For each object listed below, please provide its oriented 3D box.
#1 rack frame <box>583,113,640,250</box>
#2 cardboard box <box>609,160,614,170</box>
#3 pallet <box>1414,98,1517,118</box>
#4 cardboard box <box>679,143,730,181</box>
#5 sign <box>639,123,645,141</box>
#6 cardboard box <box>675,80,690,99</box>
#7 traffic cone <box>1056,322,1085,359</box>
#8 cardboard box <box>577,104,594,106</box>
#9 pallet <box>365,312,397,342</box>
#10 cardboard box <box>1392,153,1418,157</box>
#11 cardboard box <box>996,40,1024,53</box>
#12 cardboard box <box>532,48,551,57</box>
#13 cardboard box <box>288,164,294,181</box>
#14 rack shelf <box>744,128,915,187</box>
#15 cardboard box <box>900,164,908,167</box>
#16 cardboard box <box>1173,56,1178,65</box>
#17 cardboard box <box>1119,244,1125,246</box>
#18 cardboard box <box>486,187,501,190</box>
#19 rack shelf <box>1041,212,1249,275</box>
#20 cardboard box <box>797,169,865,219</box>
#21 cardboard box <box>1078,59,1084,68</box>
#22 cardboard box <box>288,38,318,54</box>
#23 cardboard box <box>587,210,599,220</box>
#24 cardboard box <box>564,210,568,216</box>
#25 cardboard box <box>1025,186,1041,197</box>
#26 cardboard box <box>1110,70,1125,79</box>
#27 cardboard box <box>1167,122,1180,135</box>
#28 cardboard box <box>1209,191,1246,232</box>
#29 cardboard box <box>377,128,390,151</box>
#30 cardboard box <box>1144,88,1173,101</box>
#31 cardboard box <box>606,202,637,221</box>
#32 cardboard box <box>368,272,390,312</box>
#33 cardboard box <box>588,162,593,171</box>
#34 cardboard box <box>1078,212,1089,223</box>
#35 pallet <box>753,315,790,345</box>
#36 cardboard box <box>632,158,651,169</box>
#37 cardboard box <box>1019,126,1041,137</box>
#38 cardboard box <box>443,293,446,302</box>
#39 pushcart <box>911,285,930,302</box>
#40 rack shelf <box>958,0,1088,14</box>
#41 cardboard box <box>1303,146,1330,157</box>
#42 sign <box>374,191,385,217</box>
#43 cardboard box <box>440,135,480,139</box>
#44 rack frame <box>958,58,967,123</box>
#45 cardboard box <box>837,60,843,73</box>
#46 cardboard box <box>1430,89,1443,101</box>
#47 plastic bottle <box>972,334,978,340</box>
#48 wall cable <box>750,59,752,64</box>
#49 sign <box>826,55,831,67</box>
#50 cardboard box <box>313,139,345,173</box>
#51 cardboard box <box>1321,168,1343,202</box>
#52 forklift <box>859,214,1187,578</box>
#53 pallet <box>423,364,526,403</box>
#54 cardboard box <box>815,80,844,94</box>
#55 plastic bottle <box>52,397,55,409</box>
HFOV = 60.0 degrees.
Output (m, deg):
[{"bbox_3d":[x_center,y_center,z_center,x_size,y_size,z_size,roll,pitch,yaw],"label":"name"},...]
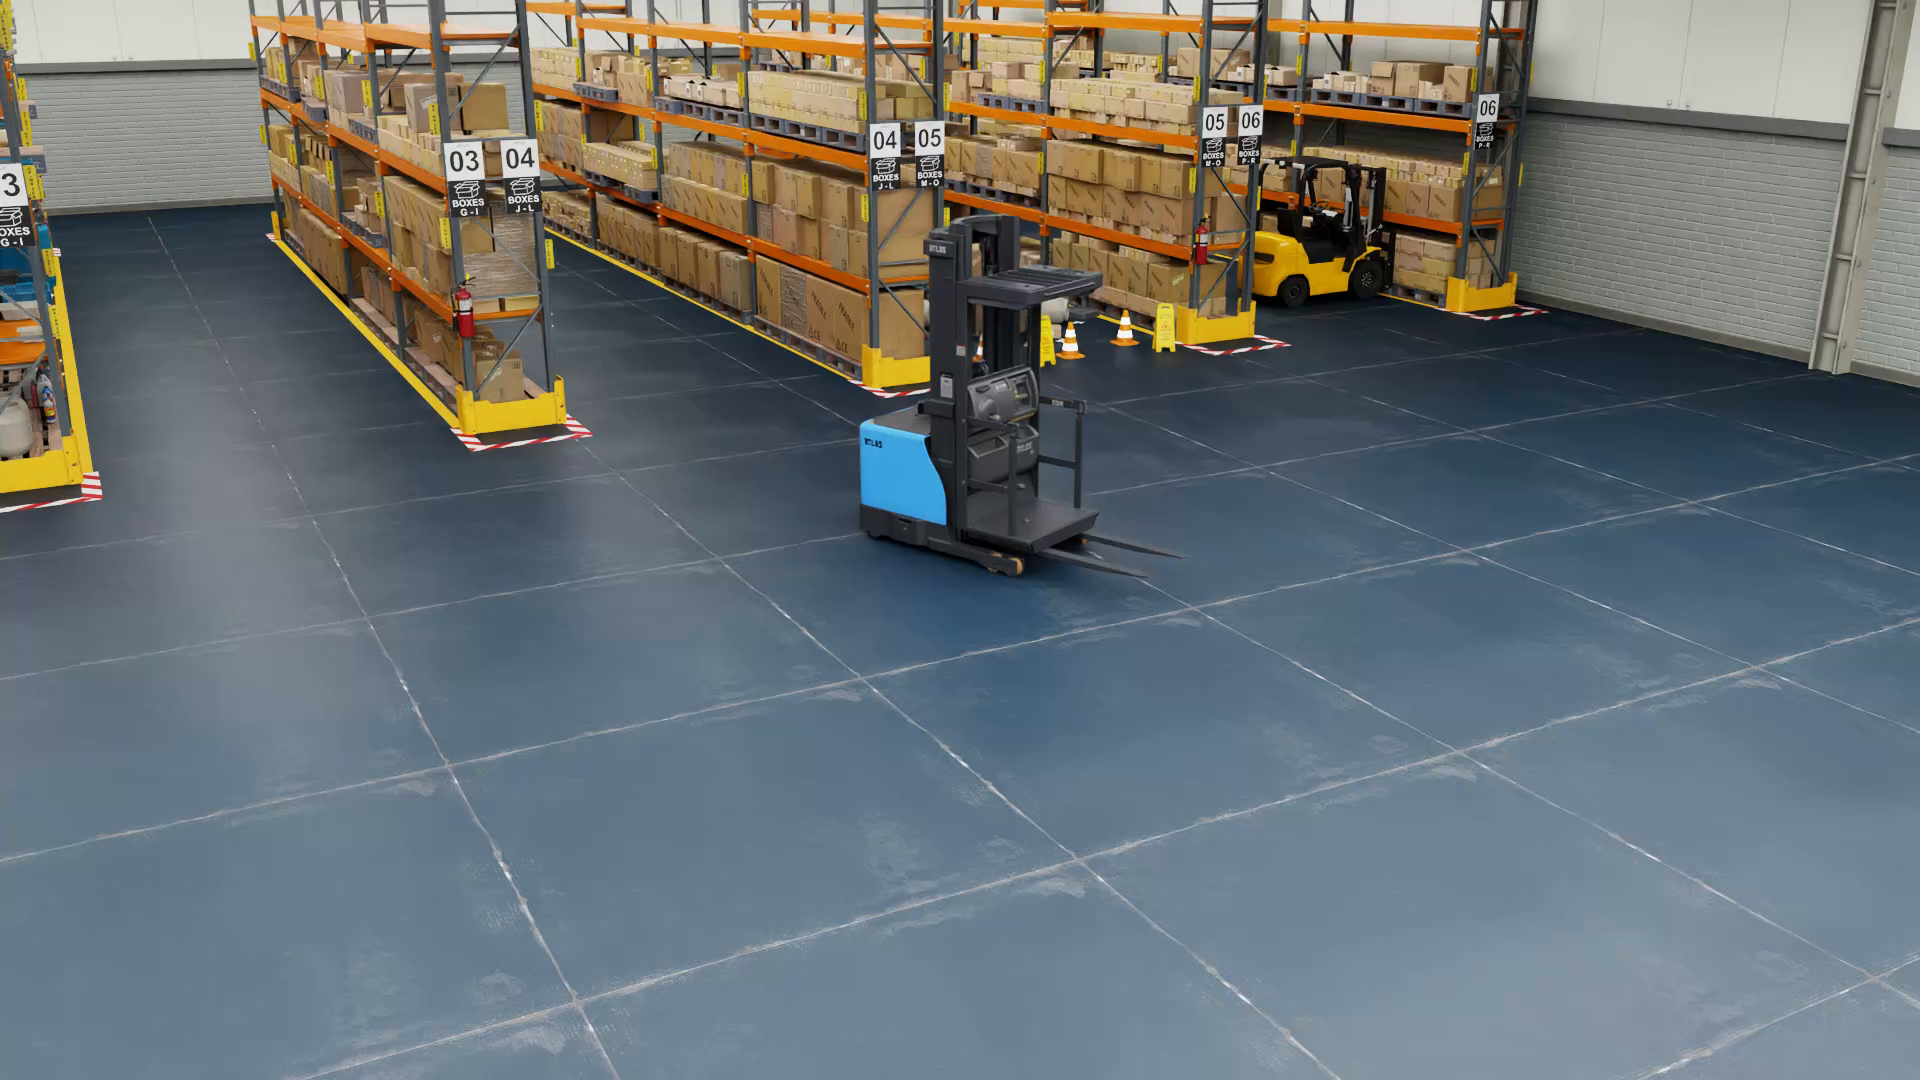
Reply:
[{"bbox_3d":[-6.364,-6.893,30.626,1.000,3.000,0.127,-10,21,-27],"label":"rack frame"},{"bbox_3d":[-5.837,-6.480,28.716,0.380,0.149,0.250,-10,22,-28],"label":"cardboard box"},{"bbox_3d":[7.696,-6.597,25.305,1.003,0.211,1.213,-10,21,-27],"label":"pallet"},{"bbox_3d":[-4.019,-5.989,26.321,0.700,0.500,0.500,-10,22,-27],"label":"cardboard box"},{"bbox_3d":[-5.877,-7.527,30.690,0.100,0.325,0.005,-10,21,-27],"label":"sign"},{"bbox_3d":[-4.077,-6.951,25.631,0.500,0.250,0.500,-9,21,-25],"label":"cardboard box"},{"bbox_3d":[1.488,-2.698,22.361,0.336,0.463,0.334,-10,21,-27],"label":"traffic cone"},{"bbox_3d":[-7.078,-8.164,32.168,0.500,0.500,0.500,-11,22,-29],"label":"cardboard box"},{"bbox_3d":[-7.933,-3.113,23.947,1.003,0.211,1.213,-10,21,-27],"label":"pallet"},{"bbox_3d":[7.200,-6.161,26.903,0.380,0.149,0.250,-9,21,-25],"label":"cardboard box"},{"bbox_3d":[1.128,-10.728,36.152,0.500,0.250,0.500,-9,21,-25],"label":"cardboard box"},{"bbox_3d":[-8.140,-9.519,32.492,0.380,0.149,0.250,-10,21,-27],"label":"cardboard box"},{"bbox_3d":[-11.466,-6.457,29.139,0.500,0.250,0.500,-9,21,-25],"label":"cardboard box"},{"bbox_3d":[-1.616,-5.100,21.935,1.077,0.370,4.000,-10,21,-27],"label":"rack shelf"},{"bbox_3d":[-0.857,-6.952,30.261,0.500,0.250,0.500,-11,22,-28],"label":"cardboard box"},{"bbox_3d":[4.279,-9.135,31.688,0.380,0.149,0.250,-11,22,-29],"label":"cardboard box"},{"bbox_3d":[2.747,-4.225,25.317,0.500,0.500,0.500,-9,21,-24],"label":"cardboard box"},{"bbox_3d":[-5.813,-4.000,20.100,0.500,0.500,0.500,-10,21,-27],"label":"cardboard box"},{"bbox_3d":[2.693,-4.478,24.730,1.077,0.370,4.000,-10,21,-27],"label":"rack shelf"},{"bbox_3d":[-1.663,-4.599,22.094,0.875,0.550,0.500,-10,21,-27],"label":"cardboard box"},{"bbox_3d":[2.590,-9.563,33.355,0.380,0.149,0.250,-10,22,-27],"label":"cardboard box"},{"bbox_3d":[-11.218,-8.490,28.557,0.500,0.250,0.500,-12,22,-30],"label":"cardboard box"},{"bbox_3d":[-6.762,-6.087,31.105,0.380,0.149,0.250,-9,21,-25],"label":"cardboard box"},{"bbox_3d":[-7.565,-6.475,32.687,0.380,0.149,0.250,-9,21,-24],"label":"cardboard box"},{"bbox_3d":[1.256,-5.577,26.554,0.380,0.149,0.250,-10,21,-26],"label":"cardboard box"},{"bbox_3d":[3.276,-9.055,32.523,0.500,0.250,0.500,-10,21,-27],"label":"cardboard box"},{"bbox_3d":[3.080,-5.668,22.864,0.380,0.149,0.250,-10,21,-26],"label":"cardboard box"},{"bbox_3d":[3.662,-4.610,23.403,0.500,0.500,0.500,-10,22,-27],"label":"cardboard box"},{"bbox_3d":[-6.990,-5.035,20.874,0.500,0.250,0.500,-11,22,-29],"label":"cardboard box"},{"bbox_3d":[2.811,-6.274,23.396,0.380,0.149,0.250,-10,21,-27],"label":"cardboard box"},{"bbox_3d":[-5.991,-5.858,29.668,0.500,0.250,0.500,-9,21,-25],"label":"cardboard box"},{"bbox_3d":[-8.267,-3.685,24.488,0.700,0.500,0.500,-12,22,-31],"label":"cardboard box"},{"bbox_3d":[-6.445,-6.709,29.837,0.380,0.149,0.250,-10,21,-26],"label":"cardboard box"},{"bbox_3d":[2.016,-4.921,25.296,0.380,0.149,0.250,-9,21,-25],"label":"cardboard box"},{"bbox_3d":[-2.273,-3.047,23.758,1.003,0.211,1.213,-10,21,-27],"label":"pallet"},{"bbox_3d":[-5.218,-6.247,27.586,0.380,0.149,0.250,-10,22,-27],"label":"cardboard box"},{"bbox_3d":[1.603,-8.778,35.864,0.500,0.250,0.500,-10,21,-26],"label":"cardboard box"},{"bbox_3d":[-5.783,-2.849,19.294,0.380,0.149,0.250,-10,21,-27],"label":"cardboard box"},{"bbox_3d":[-0.240,-3.785,25.640,0.936,0.377,1.648,16,25,39],"label":"pushcart"},{"bbox_3d":[1.361,-11.527,35.967,1.077,0.370,4.000,-10,21,-27],"label":"rack shelf"},{"bbox_3d":[6.000,-6.519,27.939,0.380,0.149,0.250,-10,21,-26],"label":"cardboard box"},{"bbox_3d":[-7.465,-4.317,21.388,0.100,0.325,0.005,-10,21,-27],"label":"sign"},{"bbox_3d":[-5.506,-4.368,18.331,0.380,0.149,0.250,-11,22,-28],"label":"cardboard box"},{"bbox_3d":[0.411,-9.607,38.491,1.000,3.000,0.127,-10,21,-27],"label":"rack frame"},{"bbox_3d":[-2.126,-9.043,31.823,0.396,0.266,0.258,-10,22,-27],"label":"cardboard box"},{"bbox_3d":[7.348,-6.749,25.200,0.380,0.149,0.250,-11,22,-28],"label":"cardboard box"},{"bbox_3d":[0.101,-2.874,23.484,0.283,0.061,0.133,16,25,39],"label":"plastic bottle"},{"bbox_3d":[-5.411,-11.155,41.421,0.588,1.984,0.122,-10,21,-27],"label":"wall cable"},{"bbox_3d":[-2.544,-9.302,32.095,0.100,0.325,0.005,-10,21,-27],"label":"sign"},{"bbox_3d":[-10.151,-6.294,27.200,0.797,0.503,0.637,-10,21,-26],"label":"cardboard box"},{"bbox_3d":[6.353,-5.894,27.580,0.500,0.500,0.500,-10,21,-26],"label":"cardboard box"},{"bbox_3d":[0.545,-1.262,14.413,3.031,2.935,1.130,14,24,36],"label":"forklift"},{"bbox_3d":[-6.045,-2.001,20.724,1.003,0.211,1.213,-10,21,-27],"label":"pallet"},{"bbox_3d":[-1.605,-5.705,20.953,0.380,0.149,0.250,-10,21,-26],"label":"cardboard box"},{"bbox_3d":[-10.282,-1.551,18.761,0.097,0.201,0.097,0,19,0],"label":"plastic bottle"}]
